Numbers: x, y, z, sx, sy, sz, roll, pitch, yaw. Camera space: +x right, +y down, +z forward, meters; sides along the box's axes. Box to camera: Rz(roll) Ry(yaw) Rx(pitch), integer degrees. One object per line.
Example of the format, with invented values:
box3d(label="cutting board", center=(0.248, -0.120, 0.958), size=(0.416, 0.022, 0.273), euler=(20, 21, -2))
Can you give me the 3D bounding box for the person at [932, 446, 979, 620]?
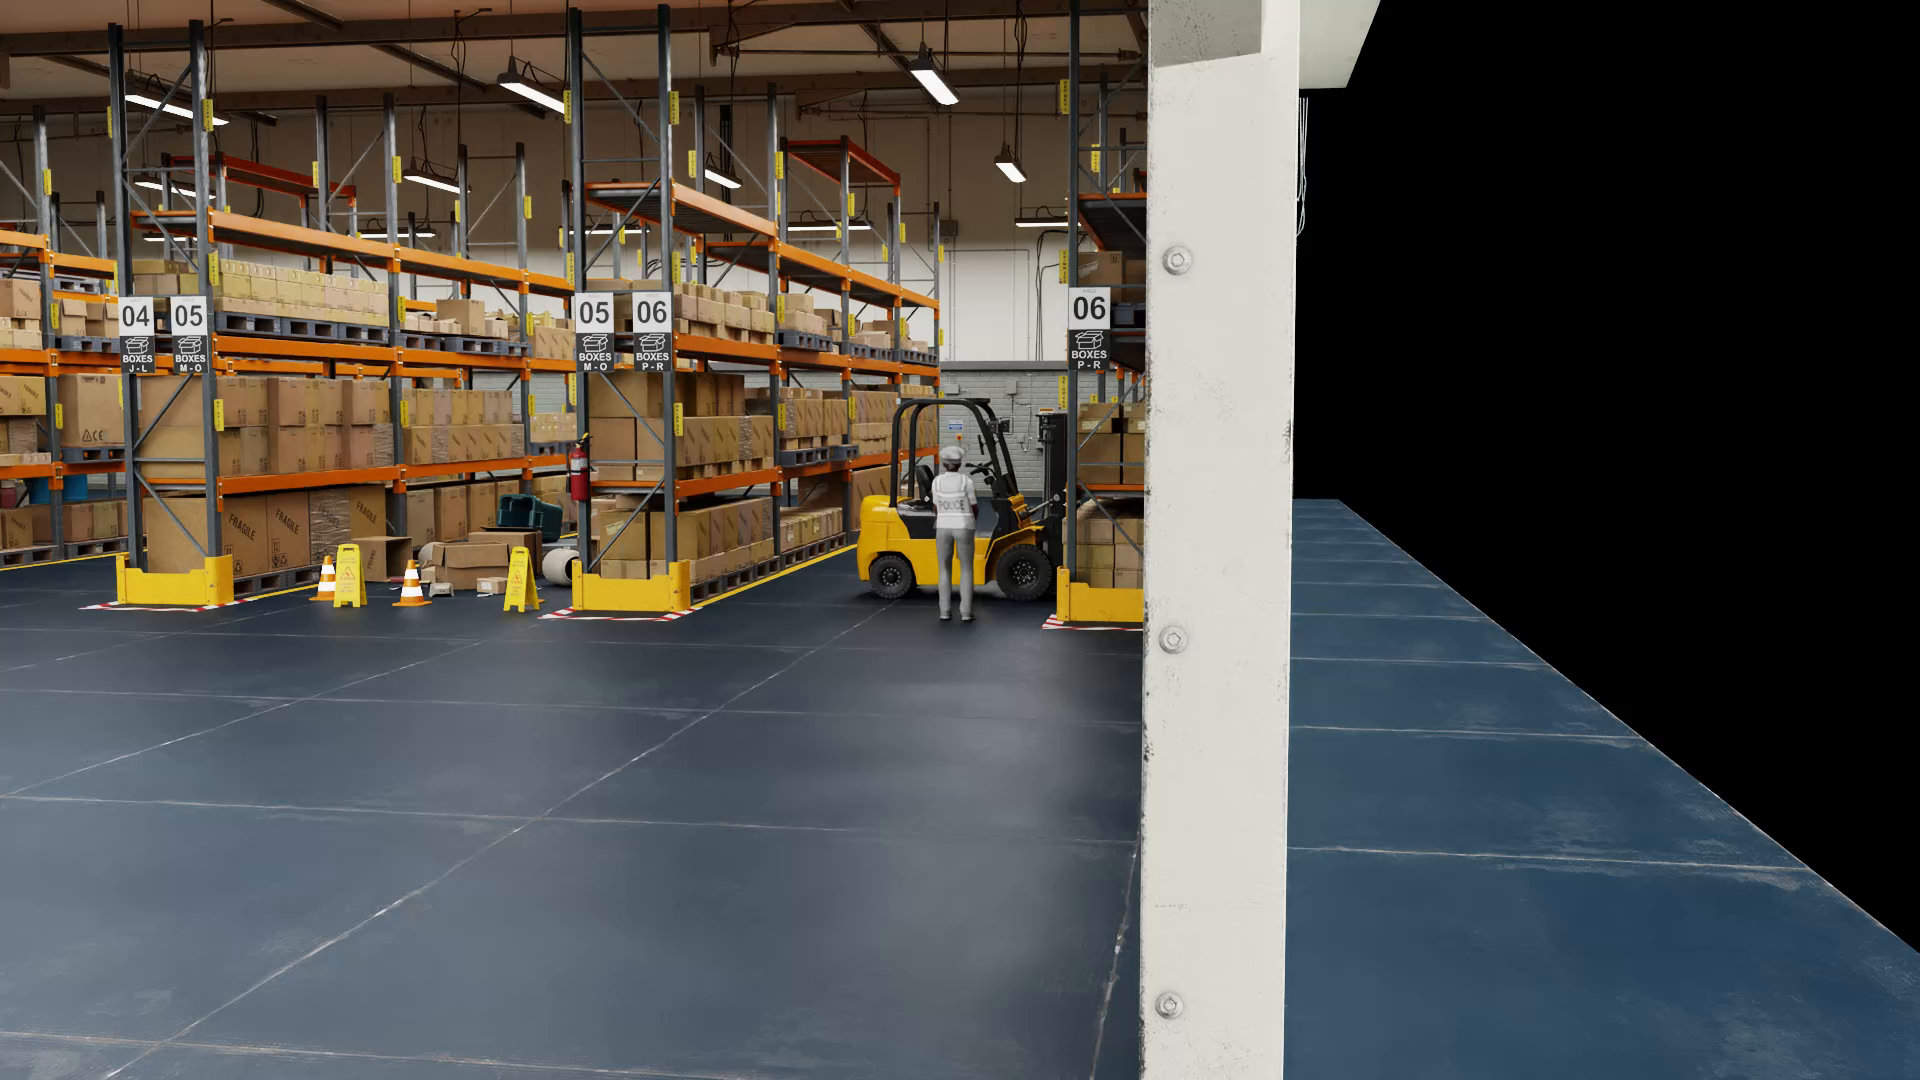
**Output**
box3d(label="person", center=(-0.033, -0.067, 16.134), size=(0.451, 1.683, 0.531), euler=(1, 5, 10))
